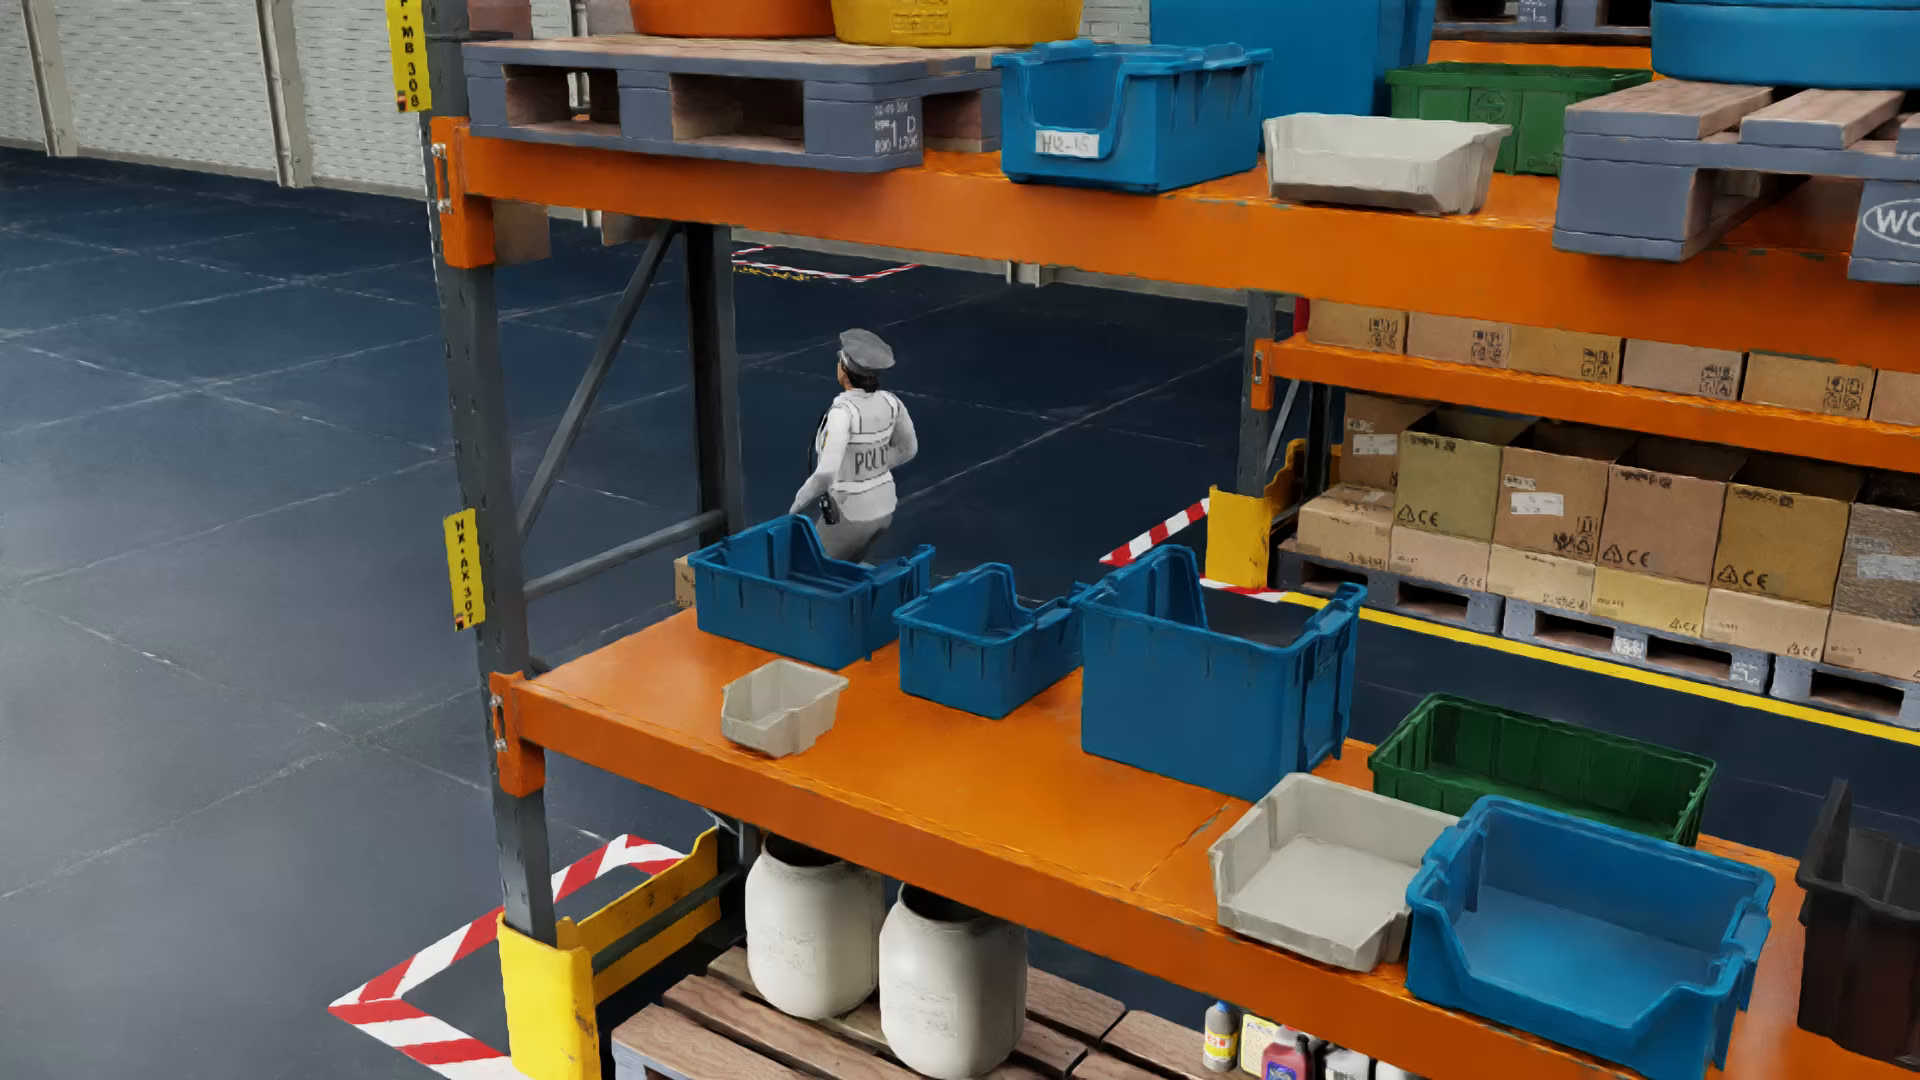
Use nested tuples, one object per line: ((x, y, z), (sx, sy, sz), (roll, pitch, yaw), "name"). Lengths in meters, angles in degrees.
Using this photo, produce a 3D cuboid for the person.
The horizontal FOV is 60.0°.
((-0.480, -0.119, 7.408), (0.461, 1.670, 0.727), (12, 23, 30), "person")
